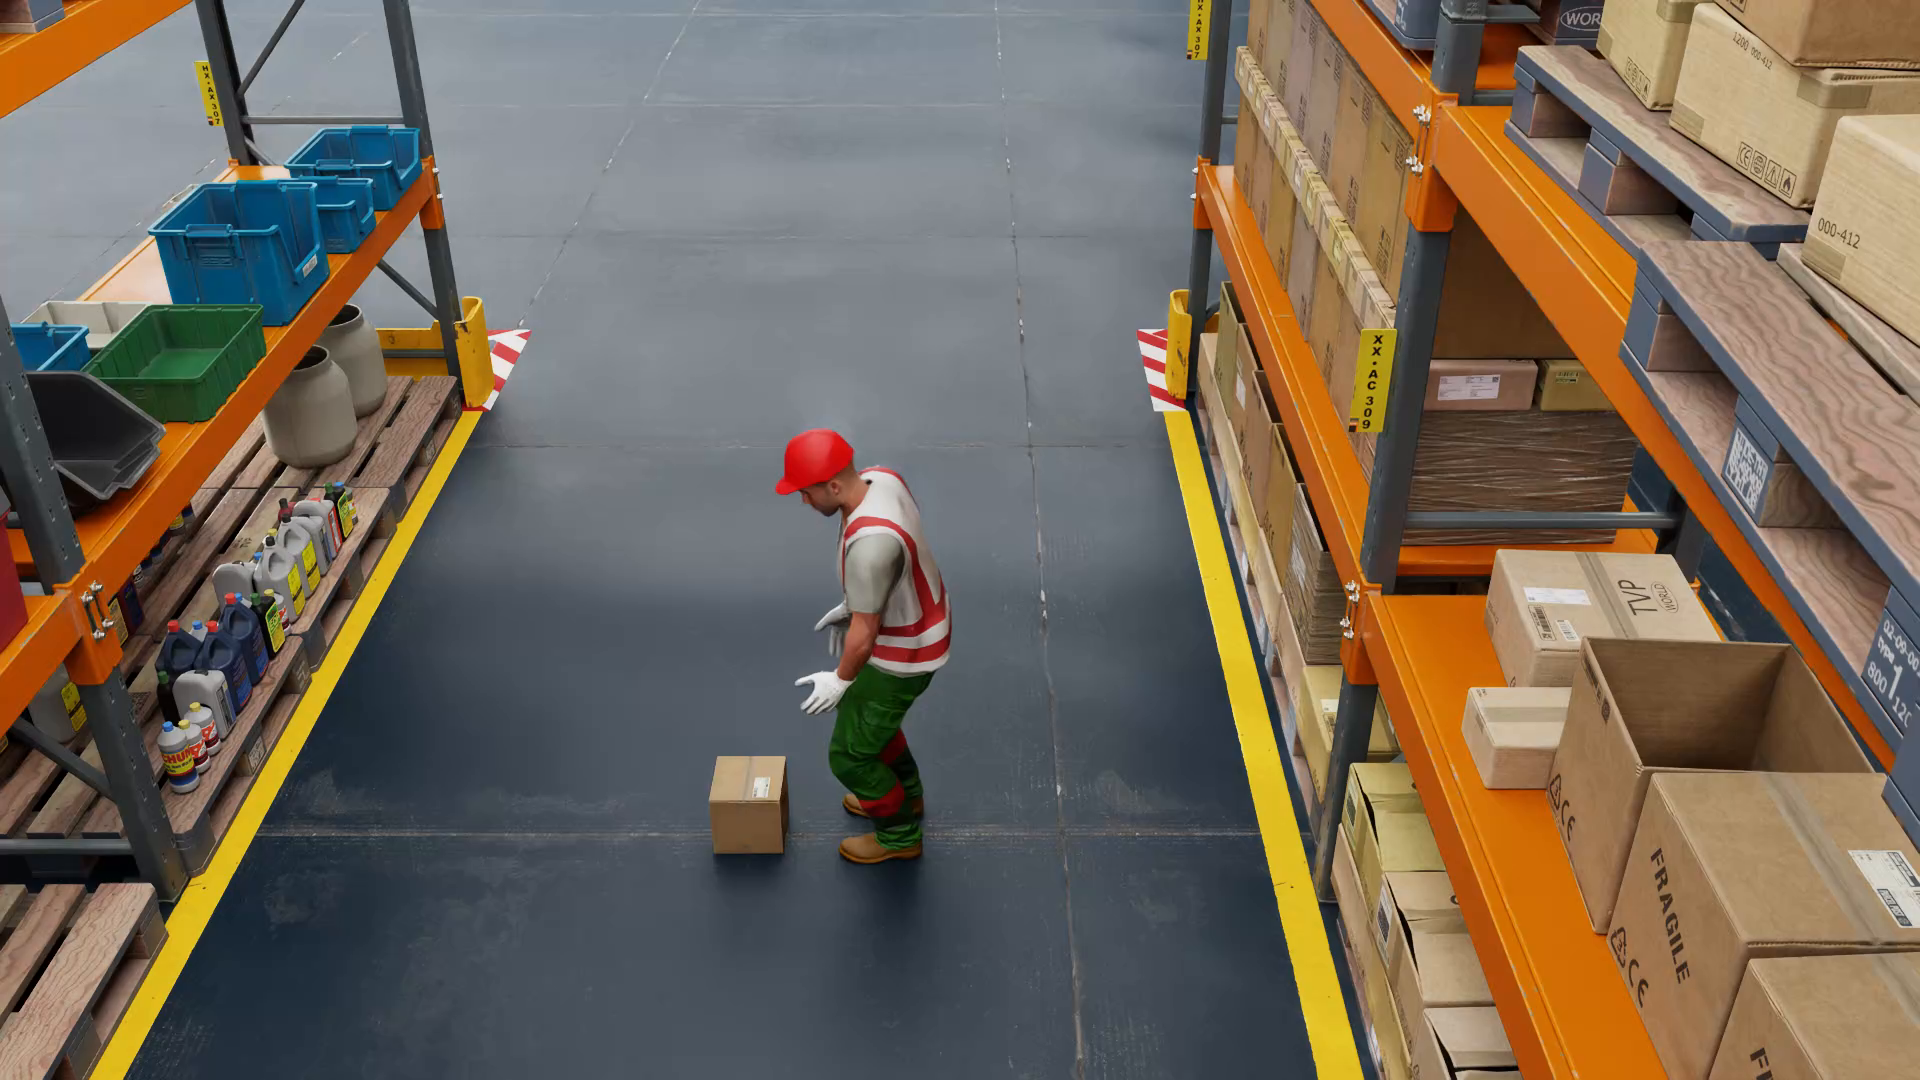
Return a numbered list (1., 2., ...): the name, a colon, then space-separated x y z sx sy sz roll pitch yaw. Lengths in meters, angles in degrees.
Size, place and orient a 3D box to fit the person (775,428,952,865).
1. person: -0.307 0.371 5.620 0.558 1.666 0.560 1 31 1
